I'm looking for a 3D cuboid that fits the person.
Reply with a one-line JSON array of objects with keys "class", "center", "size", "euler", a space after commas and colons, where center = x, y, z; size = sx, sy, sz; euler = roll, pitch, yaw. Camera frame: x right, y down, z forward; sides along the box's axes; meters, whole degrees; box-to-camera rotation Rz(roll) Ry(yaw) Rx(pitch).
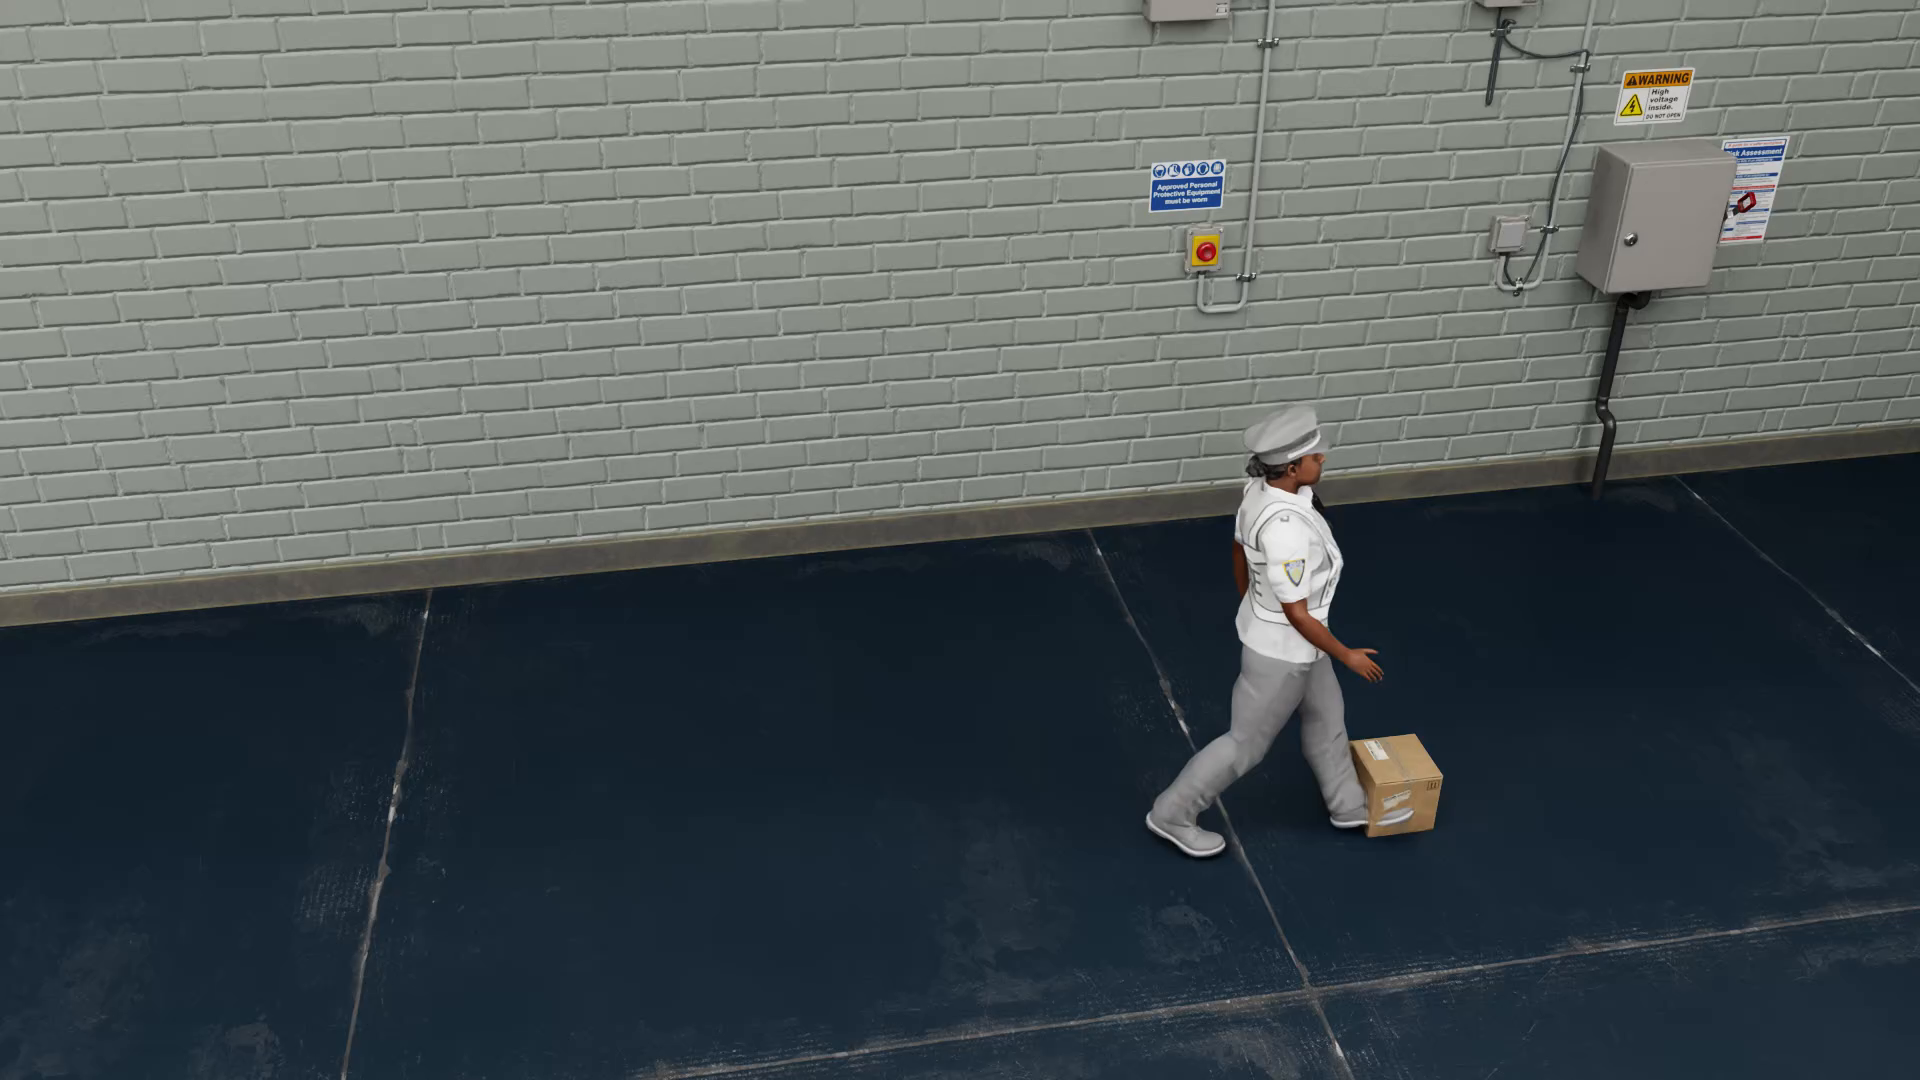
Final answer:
[{"class": "person", "center": [1.146, 0.320, 5.584], "size": [0.955, 1.645, 0.508], "euler": [3, 31, 6]}]
